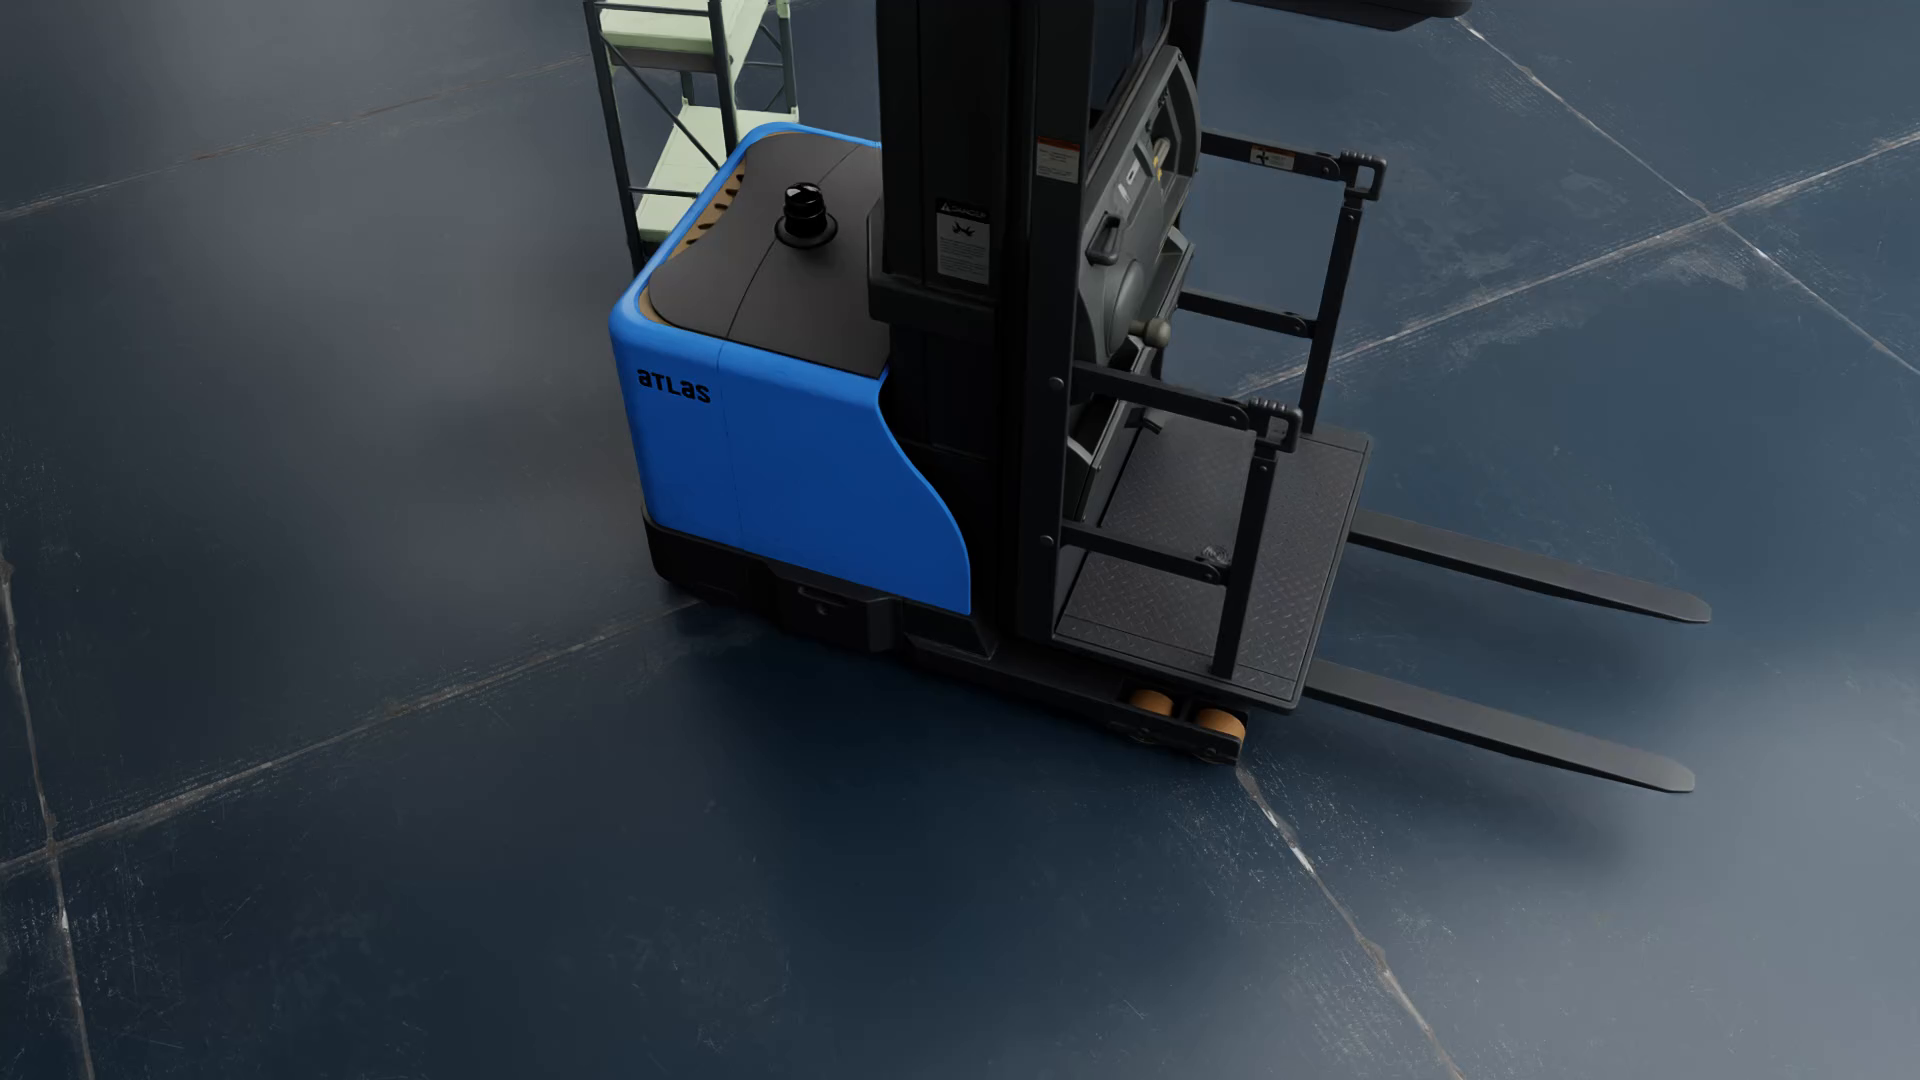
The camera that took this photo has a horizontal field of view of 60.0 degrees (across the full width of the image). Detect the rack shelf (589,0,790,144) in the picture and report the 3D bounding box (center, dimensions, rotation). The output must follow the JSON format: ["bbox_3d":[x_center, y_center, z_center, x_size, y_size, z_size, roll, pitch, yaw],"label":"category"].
[{"bbox_3d":[-0.817,-1.607,5.141,0.431,0.370,0.720,6,49,5],"label":"rack shelf"}]

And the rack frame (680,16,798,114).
[{"bbox_3d":[-0.764,-1.623,5.673,0.400,1.500,0.023,6,49,5],"label":"rack frame"}]

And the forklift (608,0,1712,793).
[{"bbox_3d":[0.628,-0.789,3.993,3.031,2.935,1.130,16,51,13],"label":"forklift"}]

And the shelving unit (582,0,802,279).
[{"bbox_3d":[-0.817,-1.351,5.435,0.431,1.500,0.755,6,49,5],"label":"shelving unit"}]

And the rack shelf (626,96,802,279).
[{"bbox_3d":[-0.817,-1.136,5.680,0.431,0.370,0.720,6,49,5],"label":"rack shelf"}]

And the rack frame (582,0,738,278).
[{"bbox_3d":[-0.870,-1.078,5.196,0.400,1.500,0.023,6,49,5],"label":"rack frame"}]
